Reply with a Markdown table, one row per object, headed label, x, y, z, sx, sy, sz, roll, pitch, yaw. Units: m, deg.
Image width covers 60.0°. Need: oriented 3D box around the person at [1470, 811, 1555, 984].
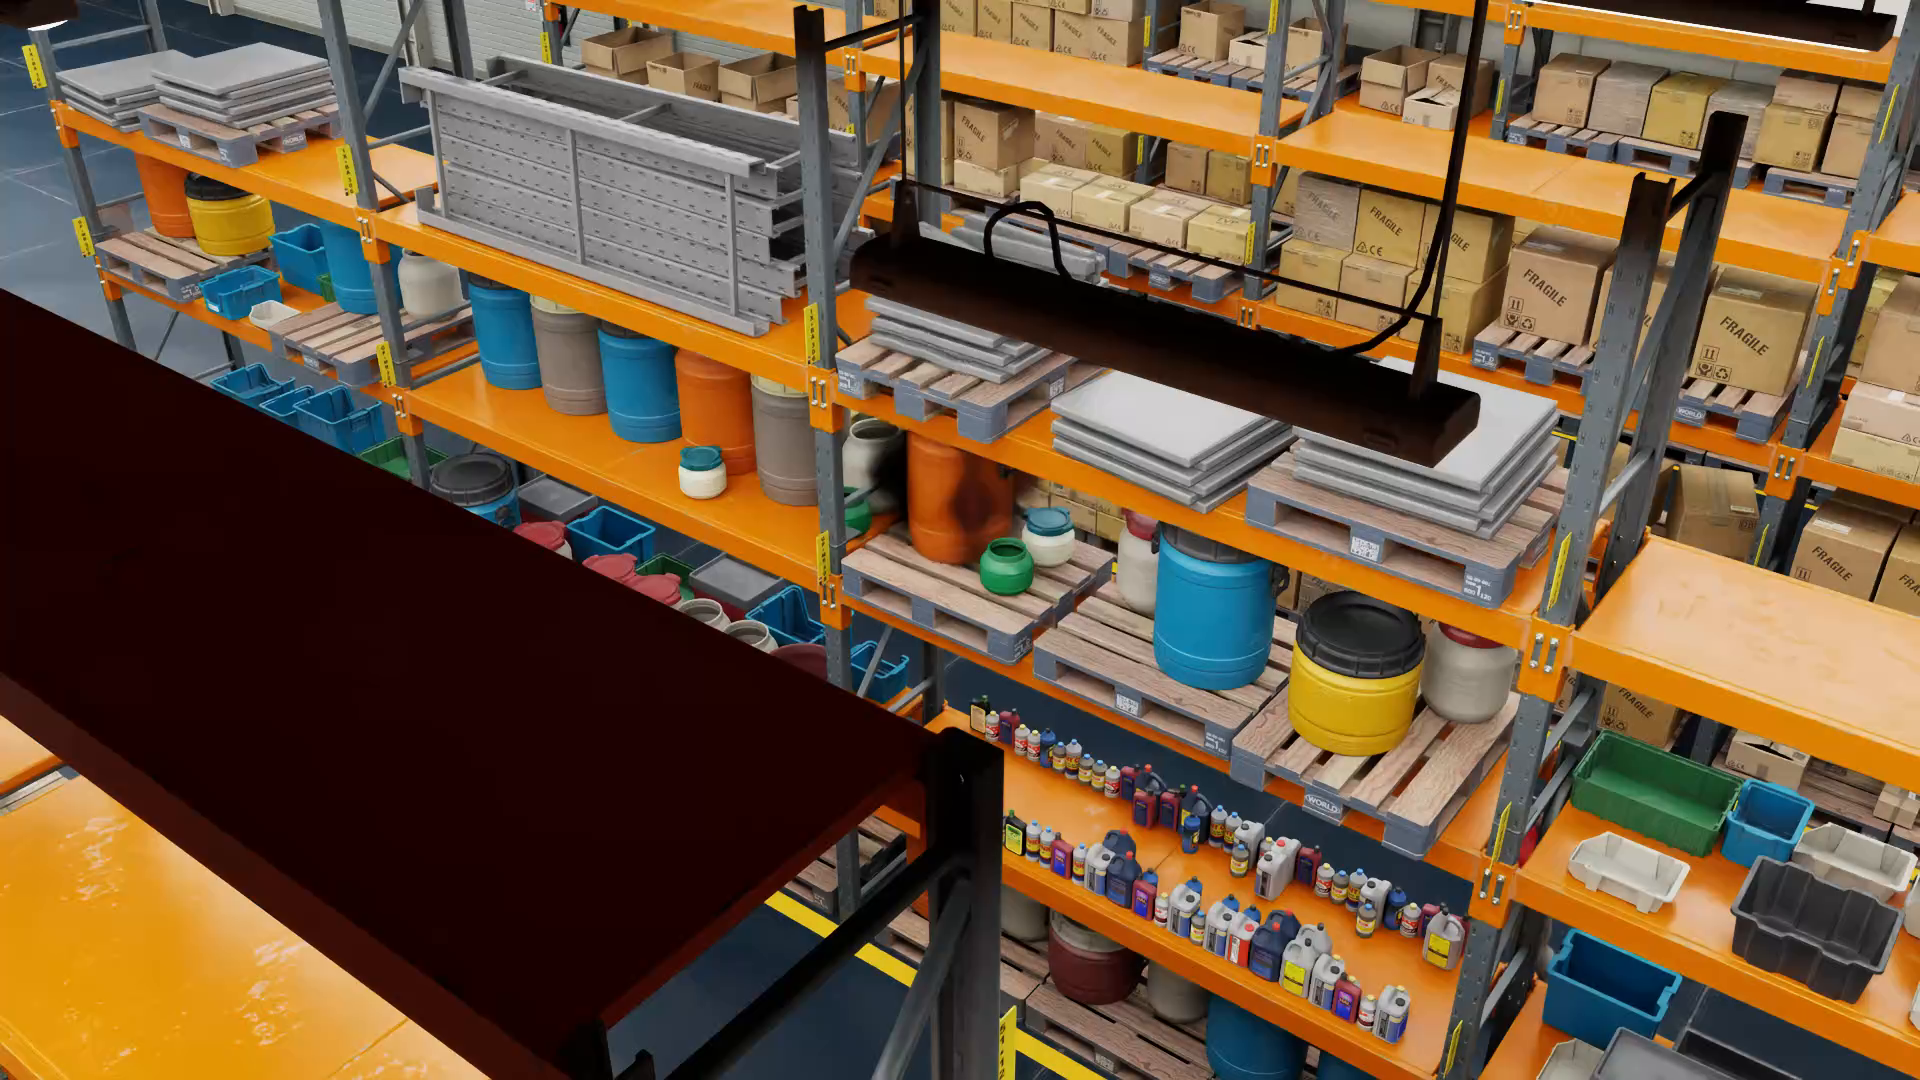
| label | x | y | z | sx | sy | sz | roll | pitch | yaw |
| --- | --- | --- | --- | --- | --- | --- | --- | --- | --- |
| person | 3.388 | 2.169 | 10.117 | 1.021 | 1.673 | 0.537 | 25 | 40 | 35 |
